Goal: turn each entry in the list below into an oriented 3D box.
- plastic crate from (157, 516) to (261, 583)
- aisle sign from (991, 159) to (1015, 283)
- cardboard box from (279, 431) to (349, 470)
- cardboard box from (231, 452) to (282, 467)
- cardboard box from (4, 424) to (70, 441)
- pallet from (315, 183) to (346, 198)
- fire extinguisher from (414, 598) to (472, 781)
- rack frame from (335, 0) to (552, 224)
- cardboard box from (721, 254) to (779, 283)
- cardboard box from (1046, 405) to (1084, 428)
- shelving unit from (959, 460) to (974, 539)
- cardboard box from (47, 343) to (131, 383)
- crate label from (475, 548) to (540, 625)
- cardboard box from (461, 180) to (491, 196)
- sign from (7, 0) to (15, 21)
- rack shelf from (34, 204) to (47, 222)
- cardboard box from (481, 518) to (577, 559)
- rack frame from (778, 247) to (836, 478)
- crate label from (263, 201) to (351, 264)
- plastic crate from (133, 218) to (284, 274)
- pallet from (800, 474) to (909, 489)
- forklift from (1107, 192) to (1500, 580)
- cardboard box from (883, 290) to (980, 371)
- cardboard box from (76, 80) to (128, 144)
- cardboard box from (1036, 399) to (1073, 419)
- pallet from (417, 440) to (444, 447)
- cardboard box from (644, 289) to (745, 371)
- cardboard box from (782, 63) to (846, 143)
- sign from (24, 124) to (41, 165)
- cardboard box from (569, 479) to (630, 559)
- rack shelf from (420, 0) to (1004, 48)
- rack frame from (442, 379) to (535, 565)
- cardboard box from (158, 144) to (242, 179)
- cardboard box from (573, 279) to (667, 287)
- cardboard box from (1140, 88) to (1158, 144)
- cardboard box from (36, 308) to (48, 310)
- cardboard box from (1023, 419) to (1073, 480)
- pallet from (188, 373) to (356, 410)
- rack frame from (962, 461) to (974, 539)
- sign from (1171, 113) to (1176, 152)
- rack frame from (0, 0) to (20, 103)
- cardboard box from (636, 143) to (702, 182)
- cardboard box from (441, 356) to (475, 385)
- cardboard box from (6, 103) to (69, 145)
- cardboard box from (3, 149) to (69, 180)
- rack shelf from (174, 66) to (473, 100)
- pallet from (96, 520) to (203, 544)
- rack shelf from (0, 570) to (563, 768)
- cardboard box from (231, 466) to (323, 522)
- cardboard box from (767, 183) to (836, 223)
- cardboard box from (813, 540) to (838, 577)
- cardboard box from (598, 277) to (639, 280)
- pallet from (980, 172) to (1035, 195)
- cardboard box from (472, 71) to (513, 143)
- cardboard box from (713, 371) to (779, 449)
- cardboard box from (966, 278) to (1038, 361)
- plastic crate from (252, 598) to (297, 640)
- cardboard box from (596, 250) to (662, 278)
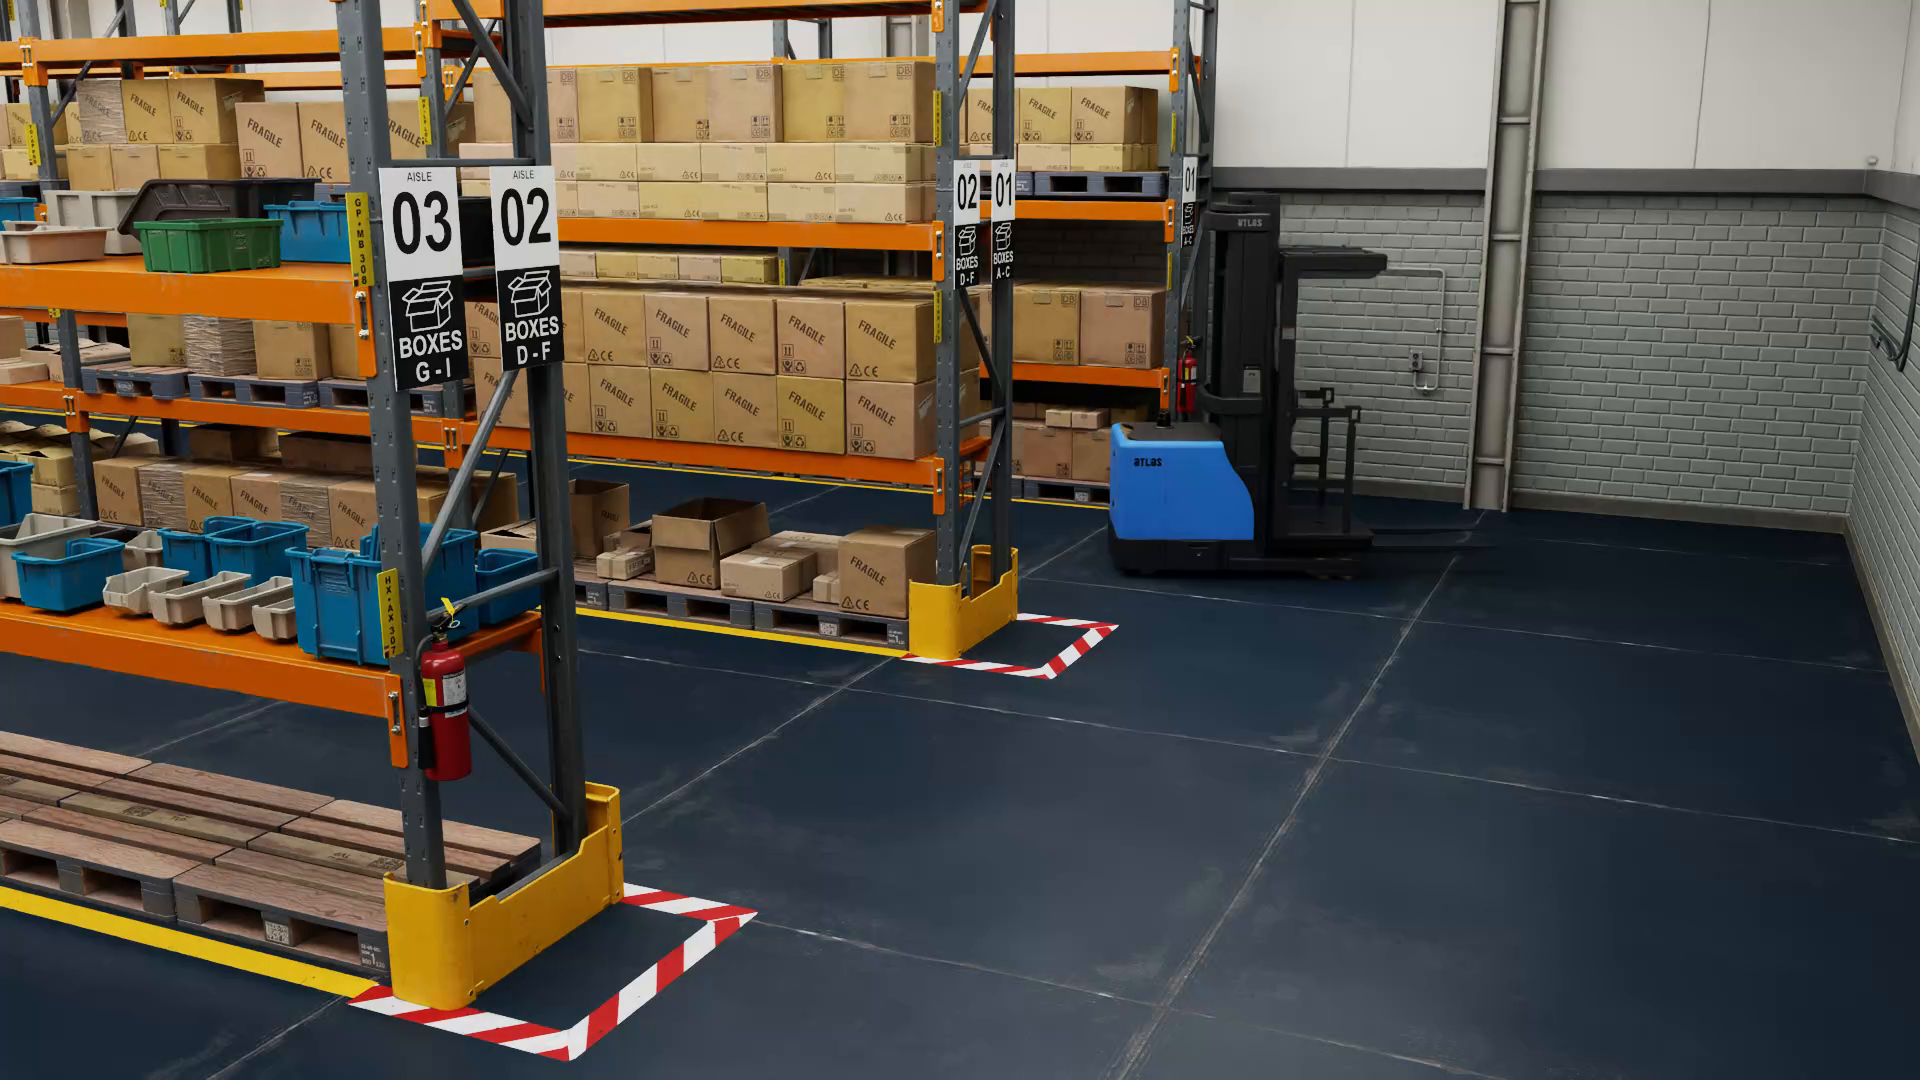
[{"bbox_3d":[-3.474,0.047,7.722,0.300,0.233,0.416,6,14,23],"label":"plastic crate"},{"bbox_3d":[0.287,-2.119,11.027,0.004,0.787,0.394,6,14,23],"label":"aisle sign"},{"bbox_3d":[-5.268,-0.765,13.815,0.500,0.250,0.500,5,14,22],"label":"cardboard box"},{"bbox_3d":[-5.785,-0.450,14.115,0.500,0.500,0.500,5,14,21],"label":"cardboard box"},{"bbox_3d":[-8.517,-0.881,15.316,0.500,0.311,0.500,5,14,22],"label":"cardboard box"},{"bbox_3d":[-5.069,-2.707,13.071,1.003,0.211,1.213,6,14,23],"label":"pallet"},{"bbox_3d":[-1.950,0.564,6.269,0.183,0.674,0.296,6,14,23],"label":"fire extinguisher"},{"bbox_3d":[-1.904,-2.684,5.996,0.127,3.000,1.000,6,14,23],"label":"rack frame"},{"bbox_3d":[-2.079,-2.761,16.900,0.500,0.250,0.500,6,15,25],"label":"cardboard box"},{"bbox_3d":[1.003,-1.177,15.839,0.250,0.149,0.380,6,15,25],"label":"cardboard box"},{"bbox_3d":[-0.013,-0.585,14.123,0.189,1.200,0.258,6,14,23],"label":"shelving unit"},{"bbox_3d":[-7.523,-1.538,14.436,0.500,0.311,0.500,7,15,27],"label":"cardboard box"},{"bbox_3d":[-1.996,0.197,7.084,0.303,0.233,0.416,6,14,23],"label":"crate label"},{"bbox_3d":[-3.207,-2.459,11.929,0.500,0.250,0.500,6,14,23],"label":"cardboard box"},{"bbox_3d":[-12.276,-6.880,21.485,0.005,0.325,0.100,6,14,23],"label":"sign"},{"bbox_3d":[-9.037,-2.833,14.772,4.000,0.370,1.077,6,14,23],"label":"rack shelf"},{"bbox_3d":[-3.255,0.011,12.565,0.500,0.311,0.500,6,14,23],"label":"cardboard box"},{"bbox_3d":[-1.548,-2.203,17.077,0.127,3.000,1.000,6,14,23],"label":"rack frame"},{"bbox_3d":[-2.616,-1.304,7.007,0.502,0.251,0.408,6,14,23],"label":"crate label"},{"bbox_3d":[-2.921,-1.152,6.498,0.336,0.188,0.450,6,14,23],"label":"plastic crate"},{"bbox_3d":[-0.885,-0.759,17.026,1.213,0.211,1.003,6,14,23],"label":"pallet"},{"bbox_3d":[2.737,-1.242,13.133,3.031,2.935,1.130,0,13,1],"label":"forklift"},{"bbox_3d":[-0.193,-1.429,11.373,0.500,0.500,0.500,6,15,25],"label":"cardboard box"},{"bbox_3d":[-6.812,-3.492,13.598,0.500,0.500,0.500,6,14,23],"label":"cardboard box"},{"bbox_3d":[0.932,-1.280,16.277,0.250,0.149,0.380,6,14,24],"label":"cardboard box"},{"bbox_3d":[-5.919,-1.288,19.283,1.213,0.211,1.003,6,14,23],"label":"pallet"},{"bbox_3d":[-1.820,-1.458,11.495,0.500,0.500,0.500,6,15,25],"label":"cardboard box"},{"bbox_3d":[-0.793,-2.902,11.081,0.500,0.500,0.700,6,14,23],"label":"cardboard box"},{"bbox_3d":[-7.441,-3.174,13.342,0.005,0.325,0.100,6,14,23],"label":"sign"},{"bbox_3d":[-2.915,-0.172,12.929,0.500,0.500,0.500,6,14,23],"label":"cardboard box"},{"bbox_3d":[-1.723,-3.552,11.275,4.000,0.370,1.077,6,14,23],"label":"rack shelf"},{"bbox_3d":[-3.551,-1.168,12.666,0.127,3.000,1.000,6,14,23],"label":"rack frame"},{"bbox_3d":[-5.854,-2.918,13.341,0.500,0.500,0.910,6,14,23],"label":"cardboard box"},{"bbox_3d":[-2.515,-1.664,12.372,0.500,0.500,0.500,5,14,22],"label":"cardboard box"},{"bbox_3d":[1.539,-3.956,15.532,0.500,0.500,0.500,5,14,21],"label":"cardboard box"},{"bbox_3d":[-11.258,-3.045,20.951,0.500,0.250,0.500,6,14,22],"label":"cardboard box"},{"bbox_3d":[0.971,-0.911,16.122,0.500,0.500,0.700,6,14,23],"label":"cardboard box"},{"bbox_3d":[-5.428,-1.266,13.503,1.213,0.211,1.003,6,14,23],"label":"pallet"},{"bbox_3d":[0.070,-0.577,14.087,0.006,1.200,0.240,6,14,23],"label":"rack frame"},{"bbox_3d":[1.876,-3.574,14.588,0.005,0.325,0.100,6,14,23],"label":"sign"},{"bbox_3d":[-12.520,-6.234,21.124,0.127,3.000,1.000,6,14,23],"label":"rack frame"},{"bbox_3d":[-1.840,-2.561,11.271,0.500,0.250,0.500,6,14,23],"label":"cardboard box"},{"bbox_3d":[-3.894,-1.512,12.993,0.500,0.500,0.700,1,13,4],"label":"cardboard box"},{"bbox_3d":[-11.355,-5.130,20.536,0.500,0.500,0.500,6,15,25],"label":"cardboard box"},{"bbox_3d":[-7.646,-3.160,13.999,0.500,0.250,0.500,5,14,19],"label":"cardboard box"},{"bbox_3d":[-7.034,-5.134,18.886,4.000,0.370,1.077,6,14,23],"label":"rack shelf"},{"bbox_3d":[-6.541,-0.104,14.234,1.213,0.211,1.003,6,14,23],"label":"pallet"},{"bbox_3d":[-3.732,0.402,7.552,4.000,0.370,1.077,6,14,23],"label":"rack shelf"},{"bbox_3d":[-5.491,-0.292,13.440,0.500,0.500,0.500,5,14,21],"label":"cardboard box"},{"bbox_3d":[-0.923,-2.226,10.938,0.500,0.250,0.500,6,14,23],"label":"cardboard box"},{"bbox_3d":[-0.733,0.171,12.017,0.500,0.250,0.500,6,14,23],"label":"cardboard box"},{"bbox_3d":[-3.457,-2.535,17.578,0.500,0.500,0.500,6,15,25],"label":"cardboard box"},{"bbox_3d":[0.307,-3.429,15.930,1.213,0.211,1.003,6,14,23],"label":"pallet"},{"bbox_3d":[-3.091,-3.127,12.040,0.500,0.500,0.700,6,14,23],"label":"cardboard box"},{"bbox_3d":[-1.343,-0.926,11.415,0.500,0.500,0.500,6,14,24],"label":"cardboard box"},{"bbox_3d":[0.276,-2.161,16.244,0.700,0.700,0.980,5,14,21],"label":"cardboard box"},{"bbox_3d":[-2.723,0.298,6.865,0.243,0.136,0.396,6,14,23],"label":"plastic crate"},{"bbox_3d":[-3.475,-2.905,17.512,0.500,0.250,0.500,5,14,22],"label":"cardboard box"}]
